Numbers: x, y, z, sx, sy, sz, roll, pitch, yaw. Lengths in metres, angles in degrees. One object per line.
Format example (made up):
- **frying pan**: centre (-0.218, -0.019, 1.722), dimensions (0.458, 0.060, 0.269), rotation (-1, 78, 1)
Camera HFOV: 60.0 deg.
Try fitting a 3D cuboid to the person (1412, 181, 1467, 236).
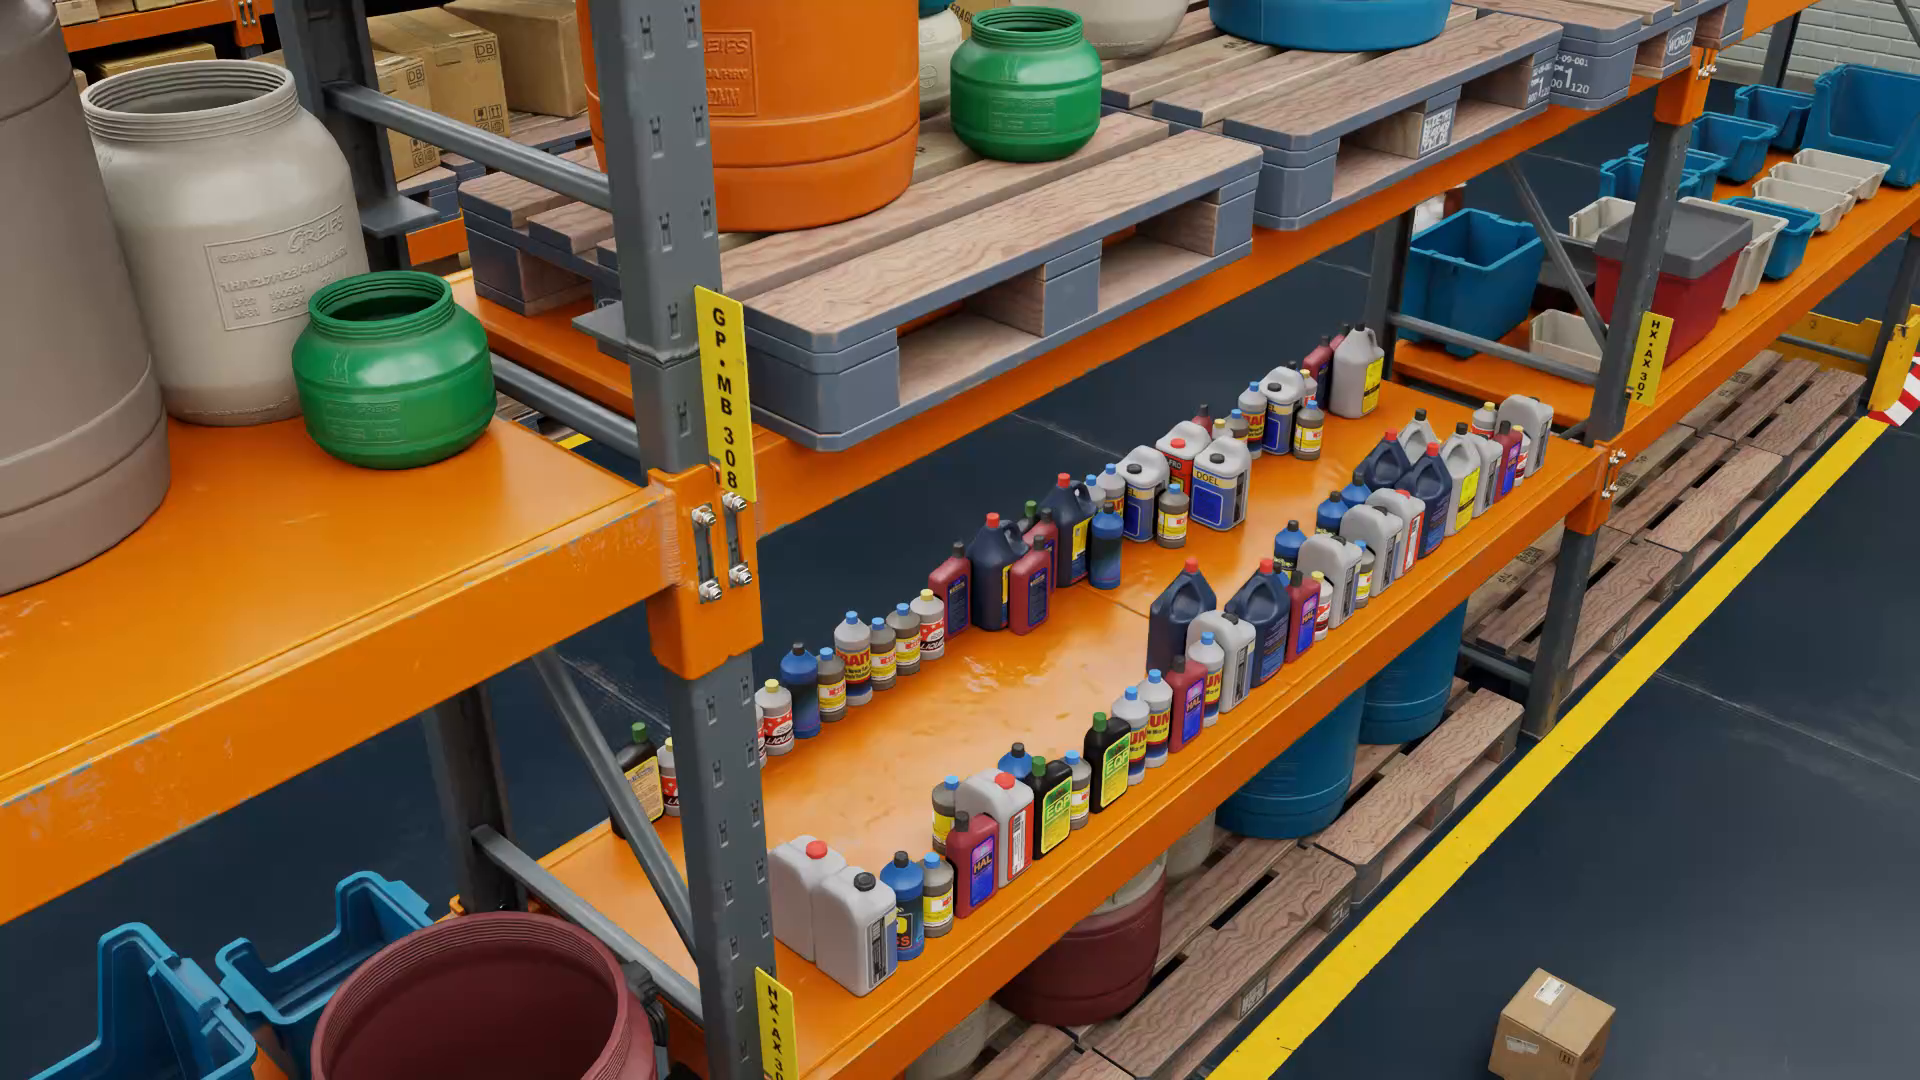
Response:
- **person**: centre (2.442, -1.664, 8.863), dimensions (0.566, 1.812, 0.481), rotation (24, 38, 34)
